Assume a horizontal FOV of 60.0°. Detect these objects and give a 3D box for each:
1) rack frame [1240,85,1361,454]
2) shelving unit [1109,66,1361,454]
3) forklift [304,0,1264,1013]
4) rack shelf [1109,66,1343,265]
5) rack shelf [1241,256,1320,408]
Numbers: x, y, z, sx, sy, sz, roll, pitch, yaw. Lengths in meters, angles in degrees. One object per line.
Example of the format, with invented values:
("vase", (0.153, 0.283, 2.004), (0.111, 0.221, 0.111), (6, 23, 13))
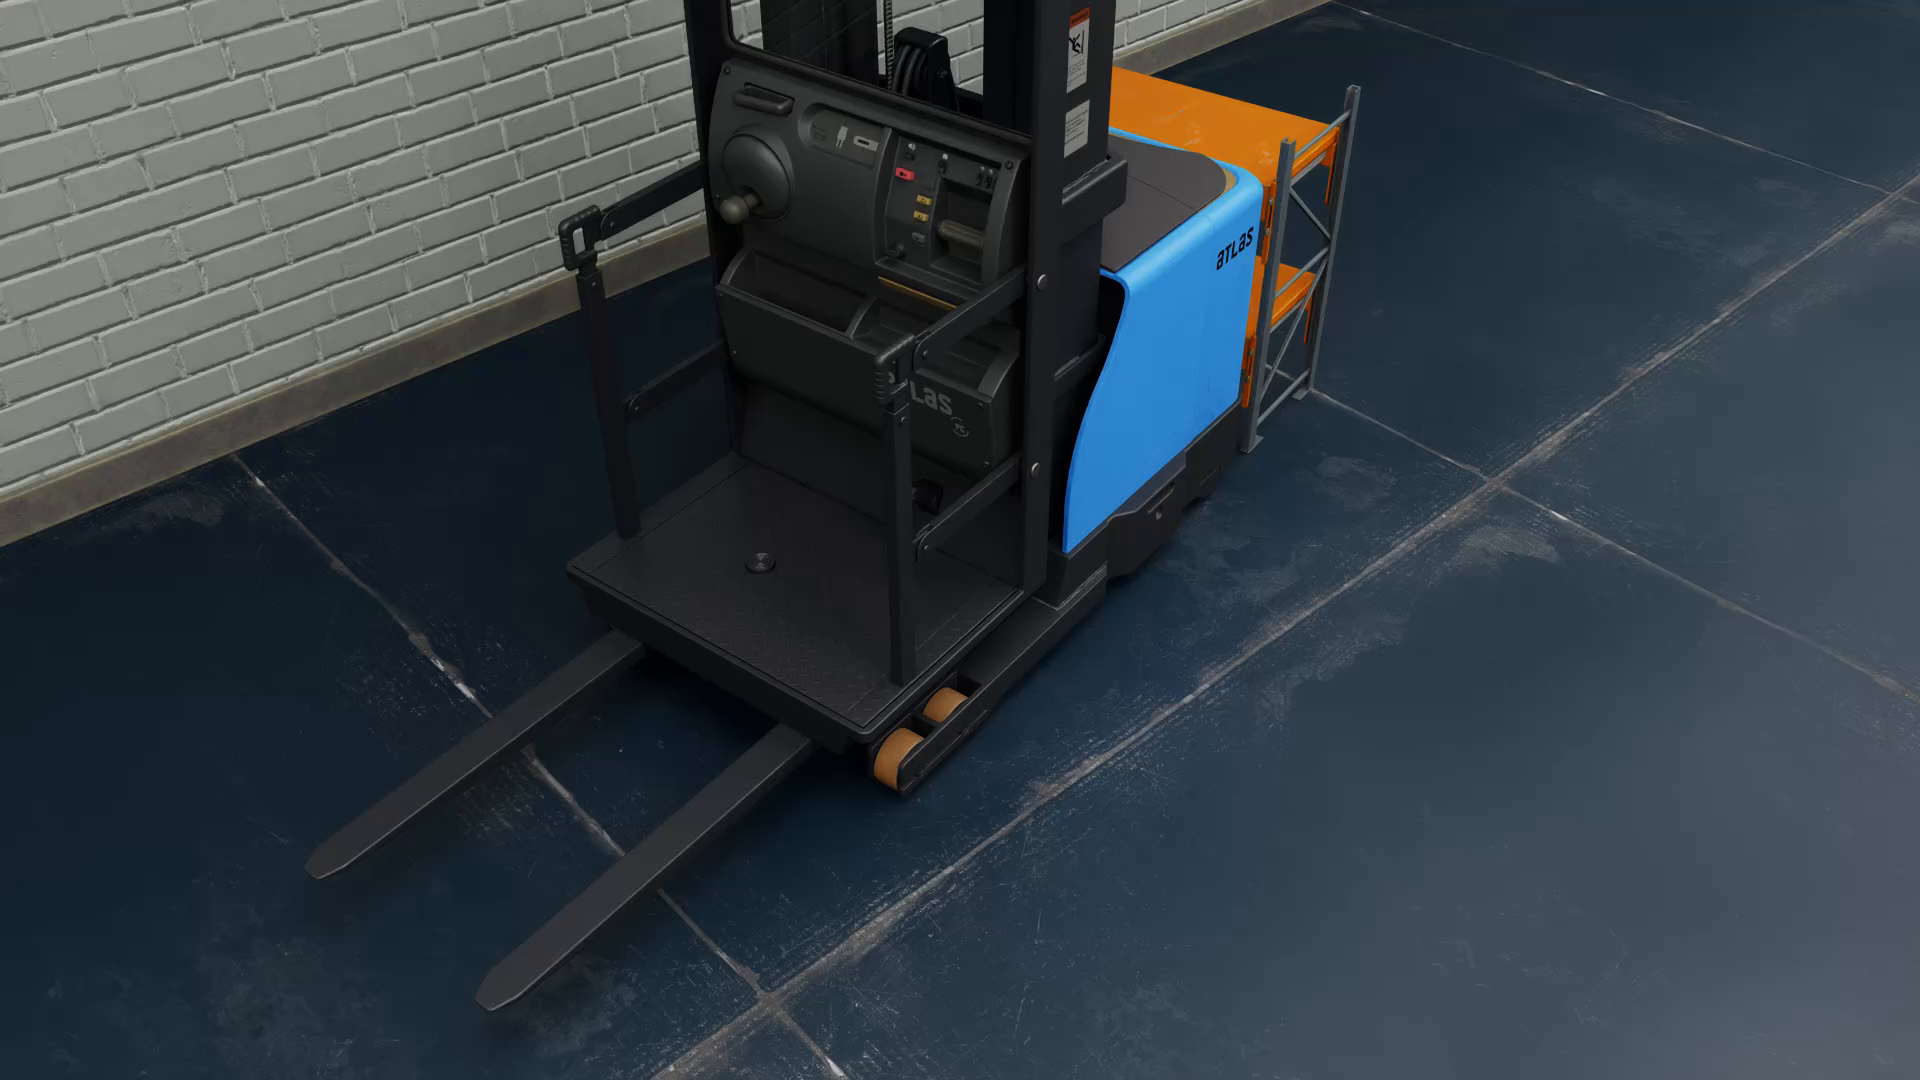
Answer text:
("rack frame", (1.103, -0.861, 5.420), (0.032, 1.125, 0.500), (24, 44, 27))
("shelving unit", (0.687, -1.045, 5.647), (1.048, 1.125, 0.538), (24, 44, 27))
("forklift", (-0.379, -0.824, 3.937), (1.130, 2.935, 3.031), (25, 45, 28))
("rack shelf", (0.688, -1.273, 5.464), (1.000, 0.278, 0.538), (24, 44, 27))
("rack shelf", (0.687, -0.854, 5.801), (1.000, 0.278, 0.538), (24, 44, 27))
